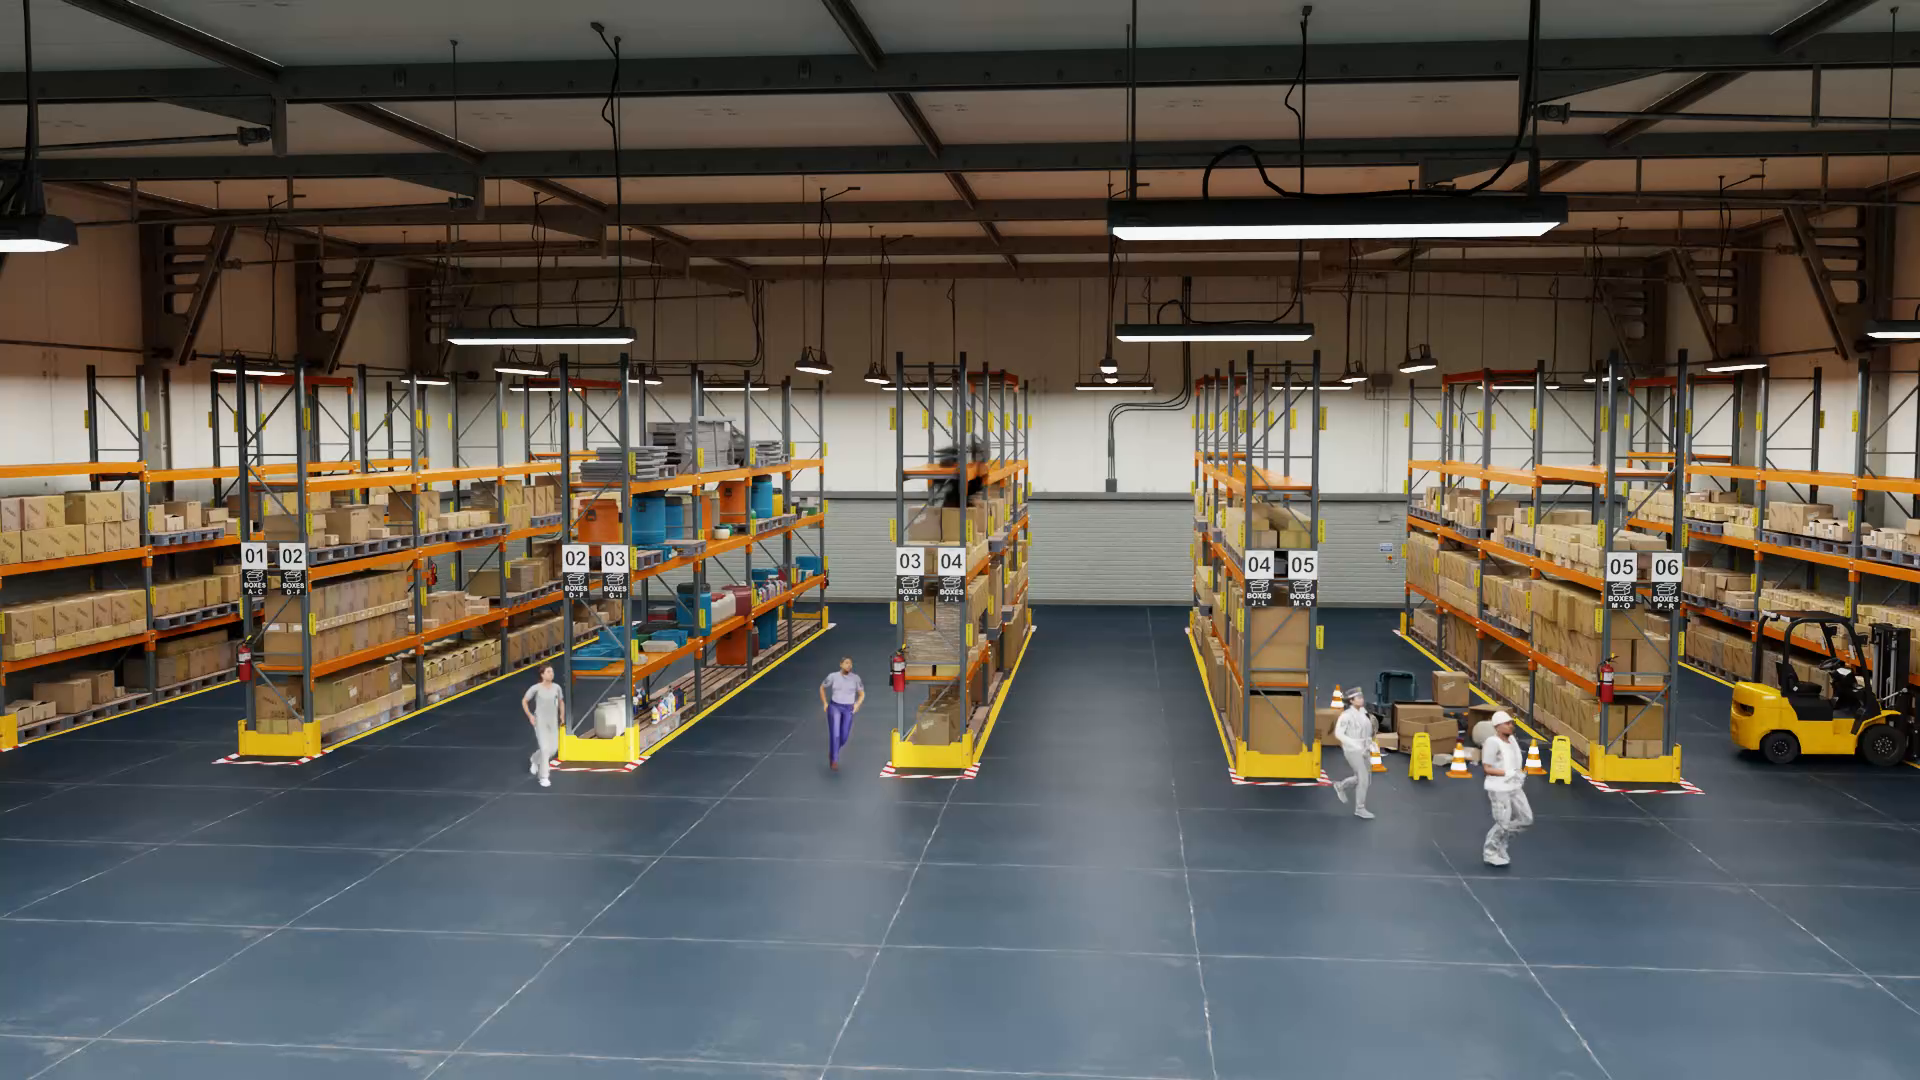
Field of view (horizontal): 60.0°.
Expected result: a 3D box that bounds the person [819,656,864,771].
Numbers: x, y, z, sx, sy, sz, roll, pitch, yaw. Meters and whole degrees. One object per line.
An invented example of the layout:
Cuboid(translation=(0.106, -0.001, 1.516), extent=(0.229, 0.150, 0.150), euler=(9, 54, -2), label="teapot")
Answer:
Cuboid(translation=(-1.708, 2.496, 24.170), extent=(0.650, 1.620, 0.646), euler=(-1, 4, -14), label="person")

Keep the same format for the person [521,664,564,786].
Cuboid(translation=(-5.771, 2.556, 23.139), extent=(0.604, 1.647, 0.625), euler=(-3, 5, -37), label="person")

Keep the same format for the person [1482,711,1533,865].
Cuboid(translation=(6.151, 2.794, 18.626), extent=(0.665, 1.746, 0.614), euler=(-3, 5, -38), label="person")

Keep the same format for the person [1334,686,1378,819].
Cuboid(translation=(4.983, 2.679, 21.125), extent=(0.632, 1.654, 0.656), euler=(-4, 5, -41), label="person")
